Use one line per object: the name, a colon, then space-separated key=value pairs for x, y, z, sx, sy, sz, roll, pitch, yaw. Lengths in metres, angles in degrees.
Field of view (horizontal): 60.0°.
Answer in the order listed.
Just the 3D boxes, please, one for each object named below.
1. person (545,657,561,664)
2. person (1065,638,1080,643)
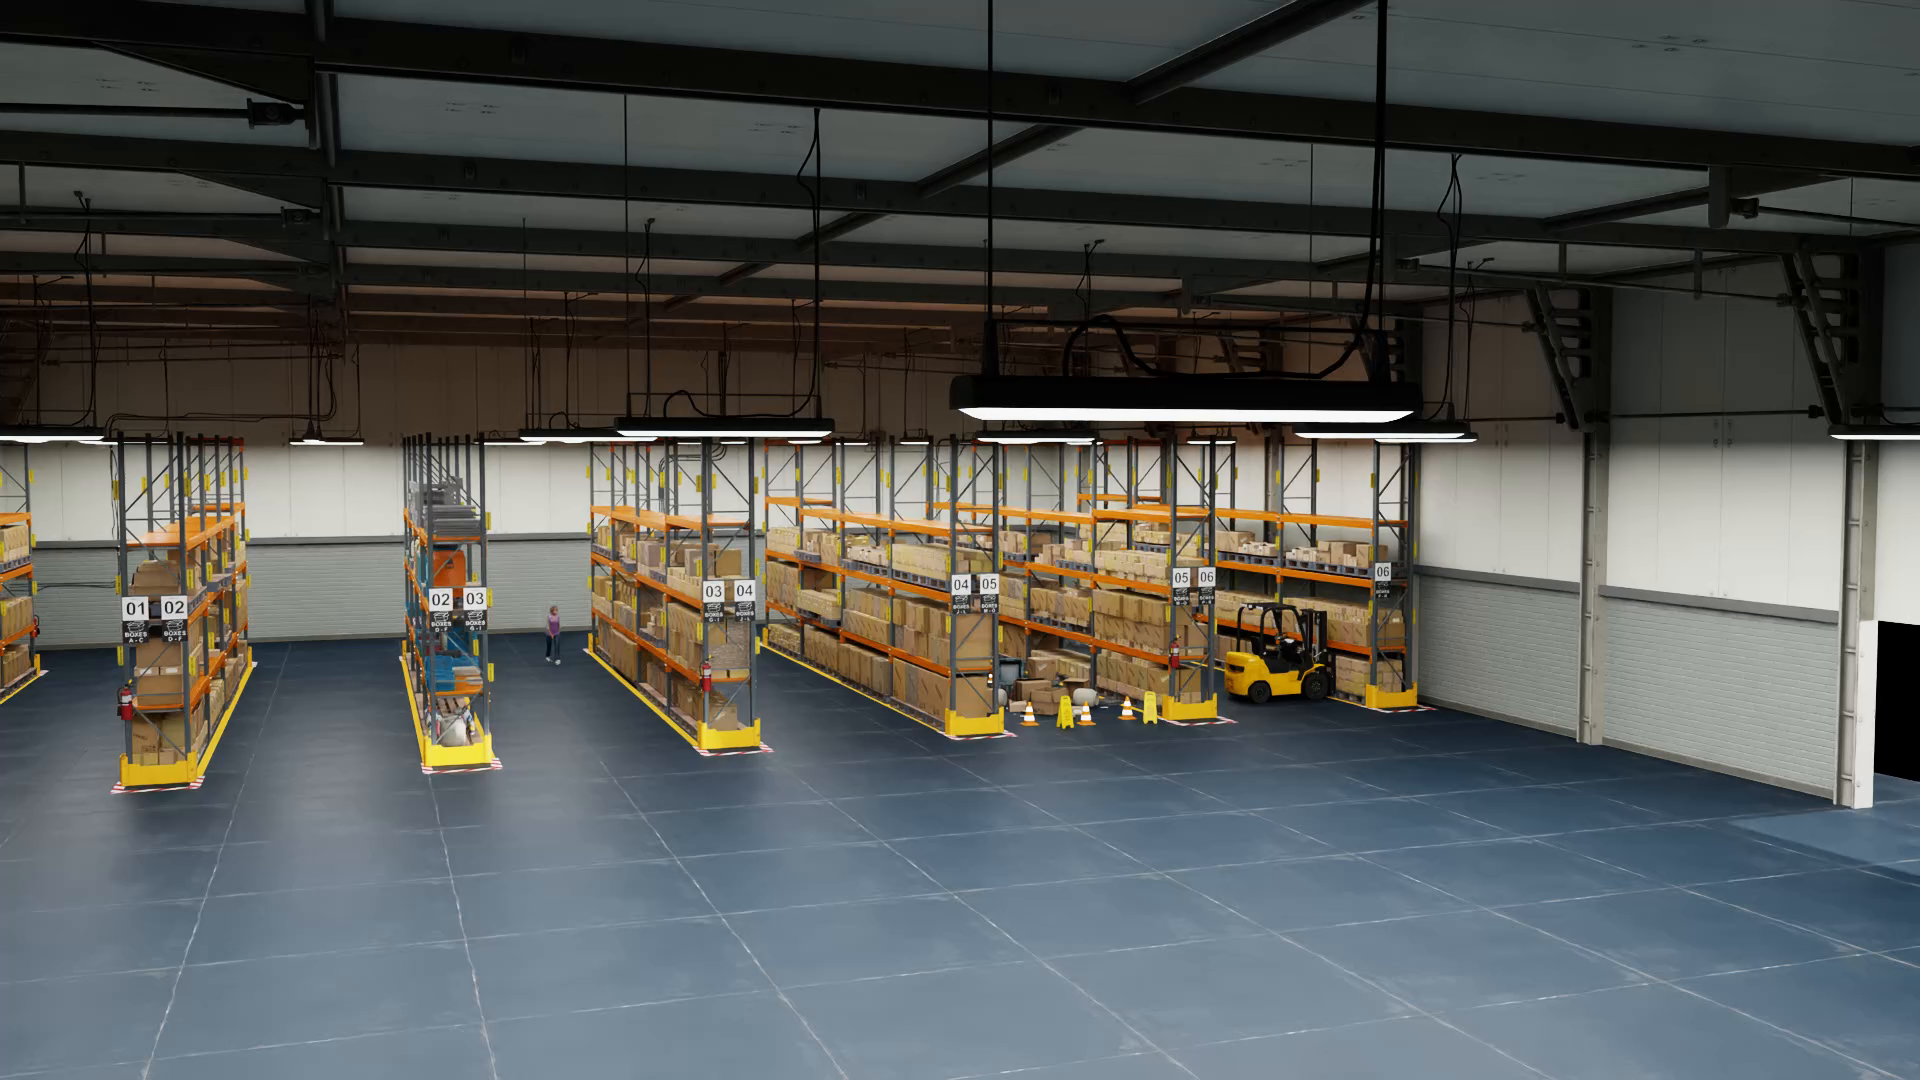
person: x=-10.814 y=3.165 z=44.158 sx=0.188 sy=0.202 sz=0.964 roll=-2 pitch=4 yaw=-31
person: x=-9.557 y=0.700 z=35.673 sx=35.828 sy=5.902 sz=21.351 roll=-3 pitch=4 yaw=-43
